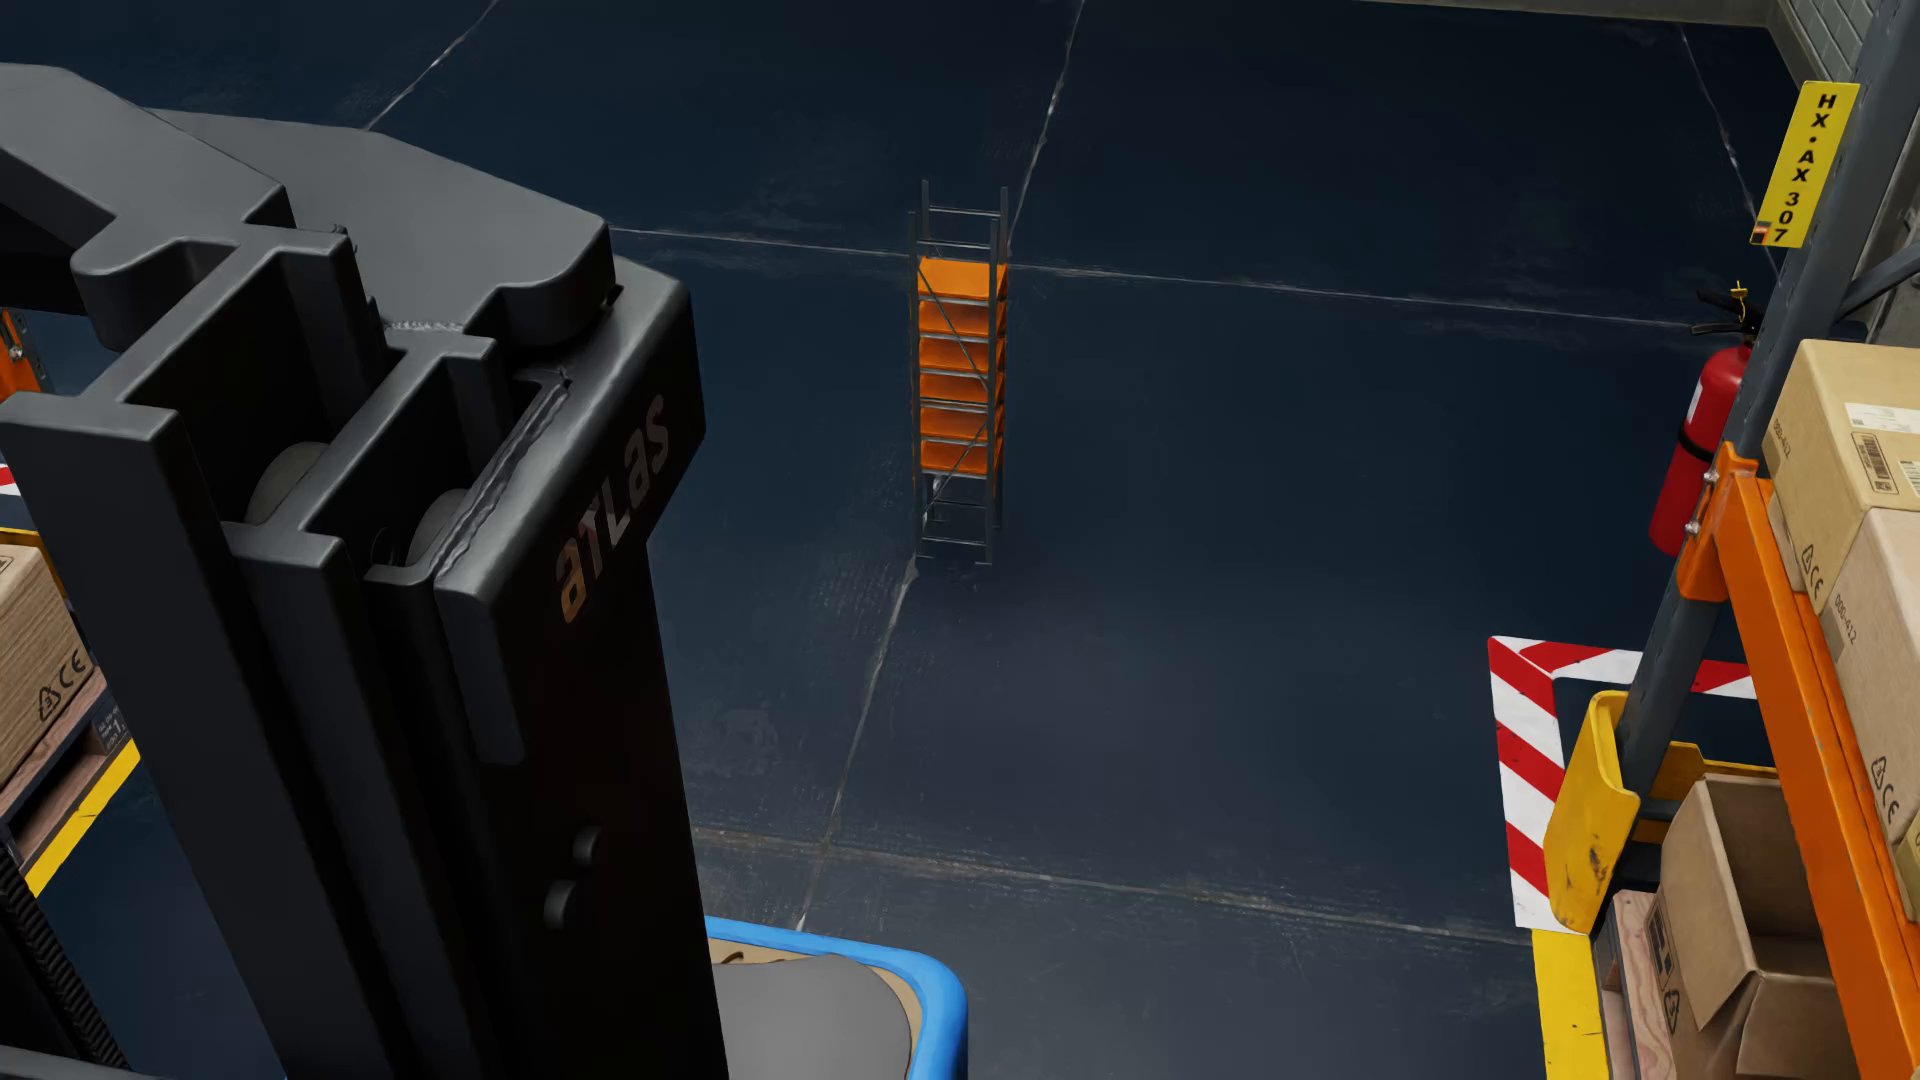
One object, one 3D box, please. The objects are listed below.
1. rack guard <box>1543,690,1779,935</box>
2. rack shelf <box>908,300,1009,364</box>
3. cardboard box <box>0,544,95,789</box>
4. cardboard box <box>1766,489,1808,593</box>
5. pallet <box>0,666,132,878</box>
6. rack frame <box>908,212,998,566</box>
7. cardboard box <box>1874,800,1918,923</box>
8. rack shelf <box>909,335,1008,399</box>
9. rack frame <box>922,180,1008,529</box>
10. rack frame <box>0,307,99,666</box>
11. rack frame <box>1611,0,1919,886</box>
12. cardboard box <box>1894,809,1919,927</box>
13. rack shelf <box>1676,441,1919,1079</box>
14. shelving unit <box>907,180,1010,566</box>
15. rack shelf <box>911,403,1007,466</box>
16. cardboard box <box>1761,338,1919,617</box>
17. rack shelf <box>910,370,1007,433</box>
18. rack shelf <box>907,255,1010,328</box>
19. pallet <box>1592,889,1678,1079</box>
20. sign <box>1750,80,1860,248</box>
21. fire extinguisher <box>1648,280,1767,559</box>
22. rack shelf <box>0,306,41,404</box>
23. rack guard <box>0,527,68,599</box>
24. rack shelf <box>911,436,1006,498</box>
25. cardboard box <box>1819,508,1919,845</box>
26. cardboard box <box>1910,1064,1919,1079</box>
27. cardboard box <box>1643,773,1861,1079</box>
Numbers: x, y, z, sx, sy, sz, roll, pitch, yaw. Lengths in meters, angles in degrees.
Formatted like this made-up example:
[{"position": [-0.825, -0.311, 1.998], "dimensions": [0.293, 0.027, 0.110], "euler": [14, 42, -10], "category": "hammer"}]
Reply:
[{"position": [2.067, 0.722, 3.984], "dimensions": [1.175, 0.500, 0.348], "euler": [6, 40, 8], "category": "rack guard"}, {"position": [-0.003, -0.604, 4.732], "dimensions": [0.258, 0.103, 0.180], "euler": [6, 40, 8], "category": "rack shelf"}, {"position": [-2.825, 0.417, 4.073], "dimensions": [0.875, 0.438, 0.875], "euler": [5, 40, 6], "category": "cardboard box"}, {"position": [1.753, -0.016, 3.113], "dimensions": [0.380, 0.149, 0.250], "euler": [6, 40, 7], "category": "cardboard box"}, {"position": [-2.871, 0.751, 4.176], "dimensions": [1.003, 0.211, 1.213], "euler": [6, 40, 8], "category": "pallet"}, {"position": [-0.018, -0.396, 4.787], "dimensions": [0.240, 1.200, 0.006], "euler": [6, 40, 8], "category": "rack frame"}, {"position": [1.639, 0.469, 2.526], "dimensions": [0.380, 0.149, 0.250], "euler": [8, 40, 9], "category": "cardboard box"}, {"position": [-0.003, -0.512, 4.809], "dimensions": [0.258, 0.103, 0.180], "euler": [6, 40, 8], "category": "rack shelf"}, {"position": [0.013, -0.511, 4.926], "dimensions": [0.240, 1.200, 0.006], "euler": [6, 40, 8], "category": "rack frame"}, {"position": [-2.810, -0.834, 3.905], "dimensions": [1.000, 3.000, 0.127], "euler": [6, 40, 8], "category": "rack frame"}, {"position": [2.080, -0.289, 3.246], "dimensions": [1.000, 3.000, 0.127], "euler": [6, 40, 8], "category": "rack frame"}, {"position": [1.564, 0.544, 2.122], "dimensions": [0.500, 0.250, 0.500], "euler": [6, 40, 7], "category": "cardboard box"}, {"position": [1.734, 1.243, 1.957], "dimensions": [1.077, 0.370, 4.000], "euler": [6, 40, 8], "category": "rack shelf"}, {"position": [-0.003, -0.453, 4.857], "dimensions": [0.258, 1.200, 0.189], "euler": [6, 40, 8], "category": "shelving unit"}, {"position": [-0.003, -0.327, 4.961], "dimensions": [0.258, 0.103, 0.180], "euler": [6, 40, 8], "category": "rack shelf"}, {"position": [1.736, -0.091, 2.890], "dimensions": [0.500, 0.250, 0.500], "euler": [7, 40, 8], "category": "cardboard box"}, {"position": [-0.003, -0.419, 4.885], "dimensions": [0.258, 0.103, 0.180], "euler": [6, 40, 8], "category": "rack shelf"}, {"position": [-0.002, -0.697, 4.656], "dimensions": [0.258, 0.103, 0.180], "euler": [6, 40, 8], "category": "rack shelf"}, {"position": [1.930, 1.334, 3.471], "dimensions": [1.003, 0.211, 1.213], "euler": [6, 40, 8], "category": "pallet"}, {"position": [1.545, -0.682, 3.042], "dimensions": [0.100, 0.325, 0.005], "euler": [6, 40, 8], "category": "sign"}, {"position": [1.650, -0.259, 3.562], "dimensions": [0.296, 0.674, 0.183], "euler": [6, 40, 8], "category": "fire extinguisher"}, {"position": [-3.156, 0.698, 2.616], "dimensions": [1.077, 0.370, 4.000], "euler": [6, 40, 8], "category": "rack shelf"}, {"position": [-2.805, 0.114, 4.719], "dimensions": [1.175, 0.500, 0.348], "euler": [6, 40, 8], "category": "rack guard"}, {"position": [-0.003, -0.234, 5.038], "dimensions": [0.258, 0.103, 0.180], "euler": [6, 40, 8], "category": "rack shelf"}, {"position": [1.649, 0.226, 2.507], "dimensions": [0.500, 0.250, 0.500], "euler": [7, 40, 8], "category": "cardboard box"}, {"position": [1.481, 0.787, 2.141], "dimensions": [0.380, 0.149, 0.250], "euler": [5, 40, 6], "category": "cardboard box"}, {"position": [1.881, 0.885, 3.456], "dimensions": [0.797, 0.503, 0.637], "euler": [5, 40, 6], "category": "cardboard box"}]
